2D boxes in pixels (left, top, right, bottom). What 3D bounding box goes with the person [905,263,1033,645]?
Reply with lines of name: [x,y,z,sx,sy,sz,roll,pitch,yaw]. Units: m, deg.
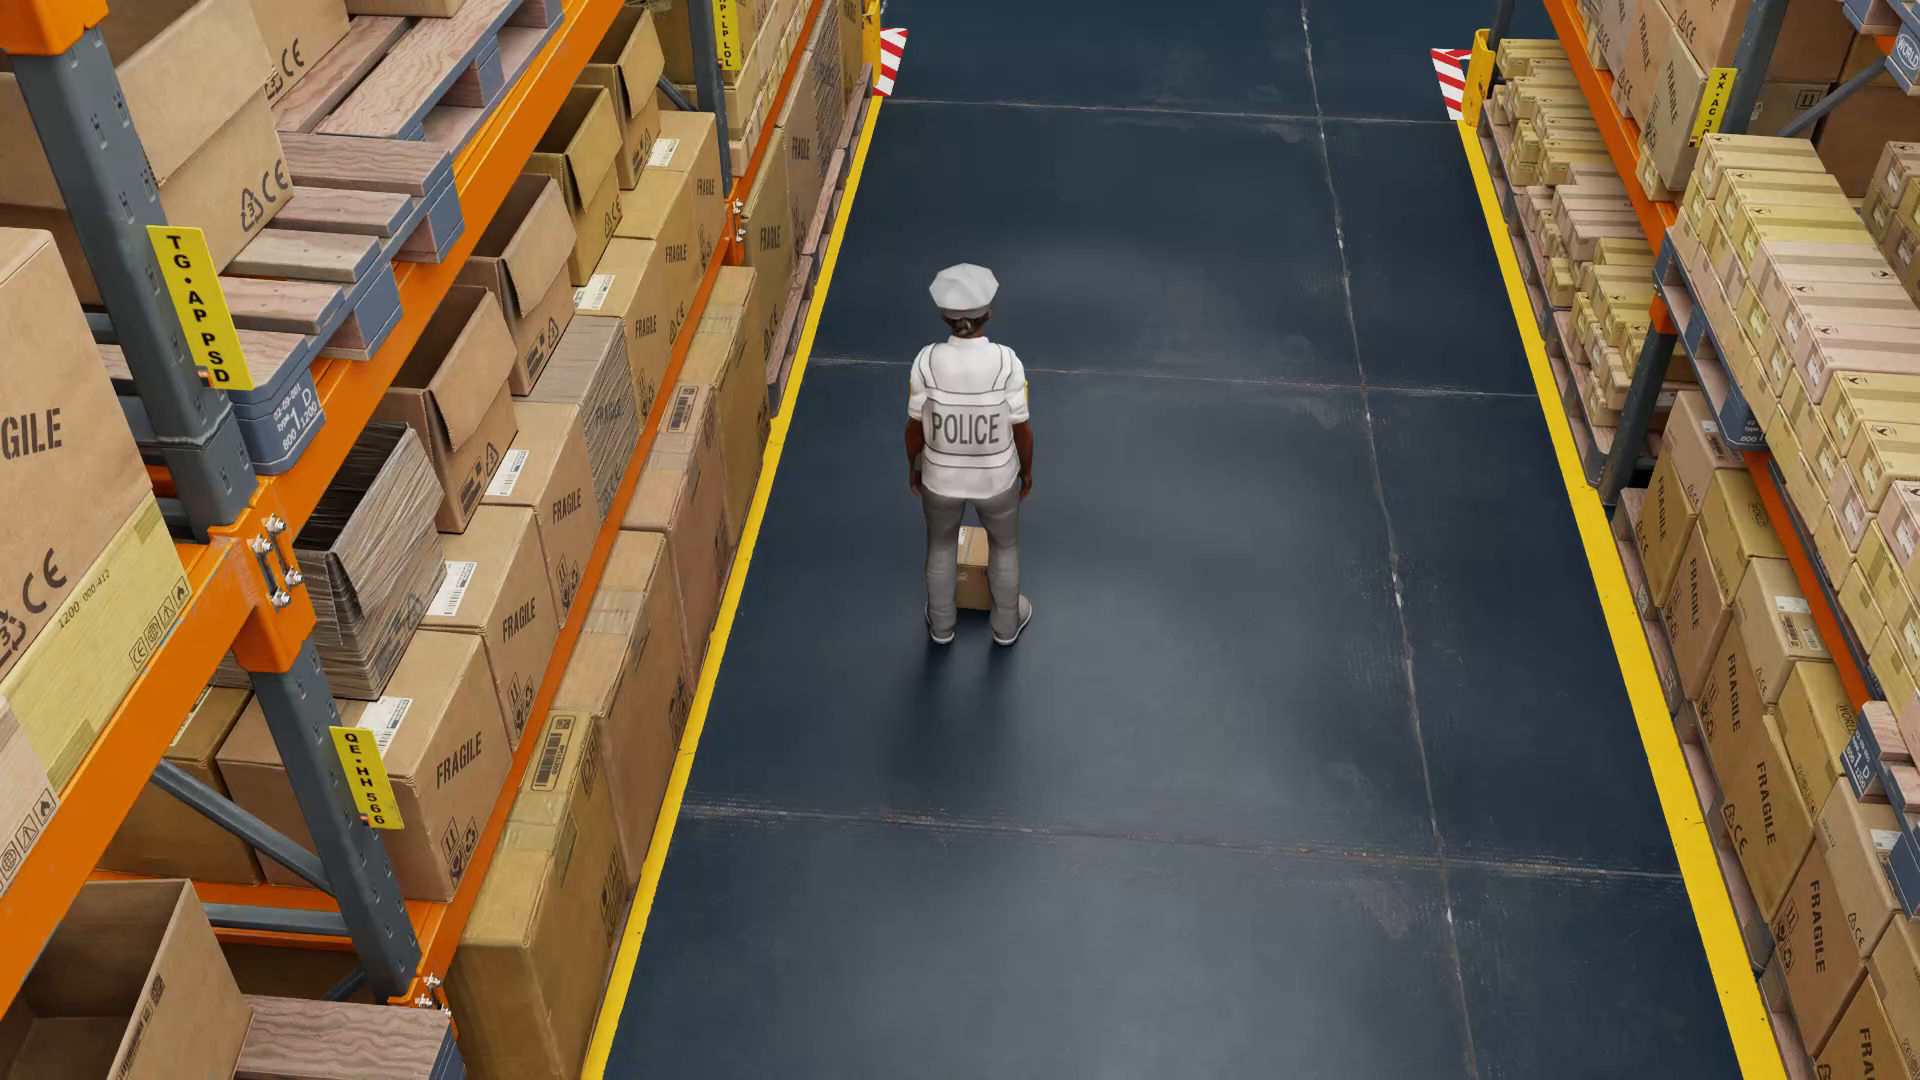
person: [0.044,-0.262,6.468,0.506,1.657,0.395,3,40,3]
